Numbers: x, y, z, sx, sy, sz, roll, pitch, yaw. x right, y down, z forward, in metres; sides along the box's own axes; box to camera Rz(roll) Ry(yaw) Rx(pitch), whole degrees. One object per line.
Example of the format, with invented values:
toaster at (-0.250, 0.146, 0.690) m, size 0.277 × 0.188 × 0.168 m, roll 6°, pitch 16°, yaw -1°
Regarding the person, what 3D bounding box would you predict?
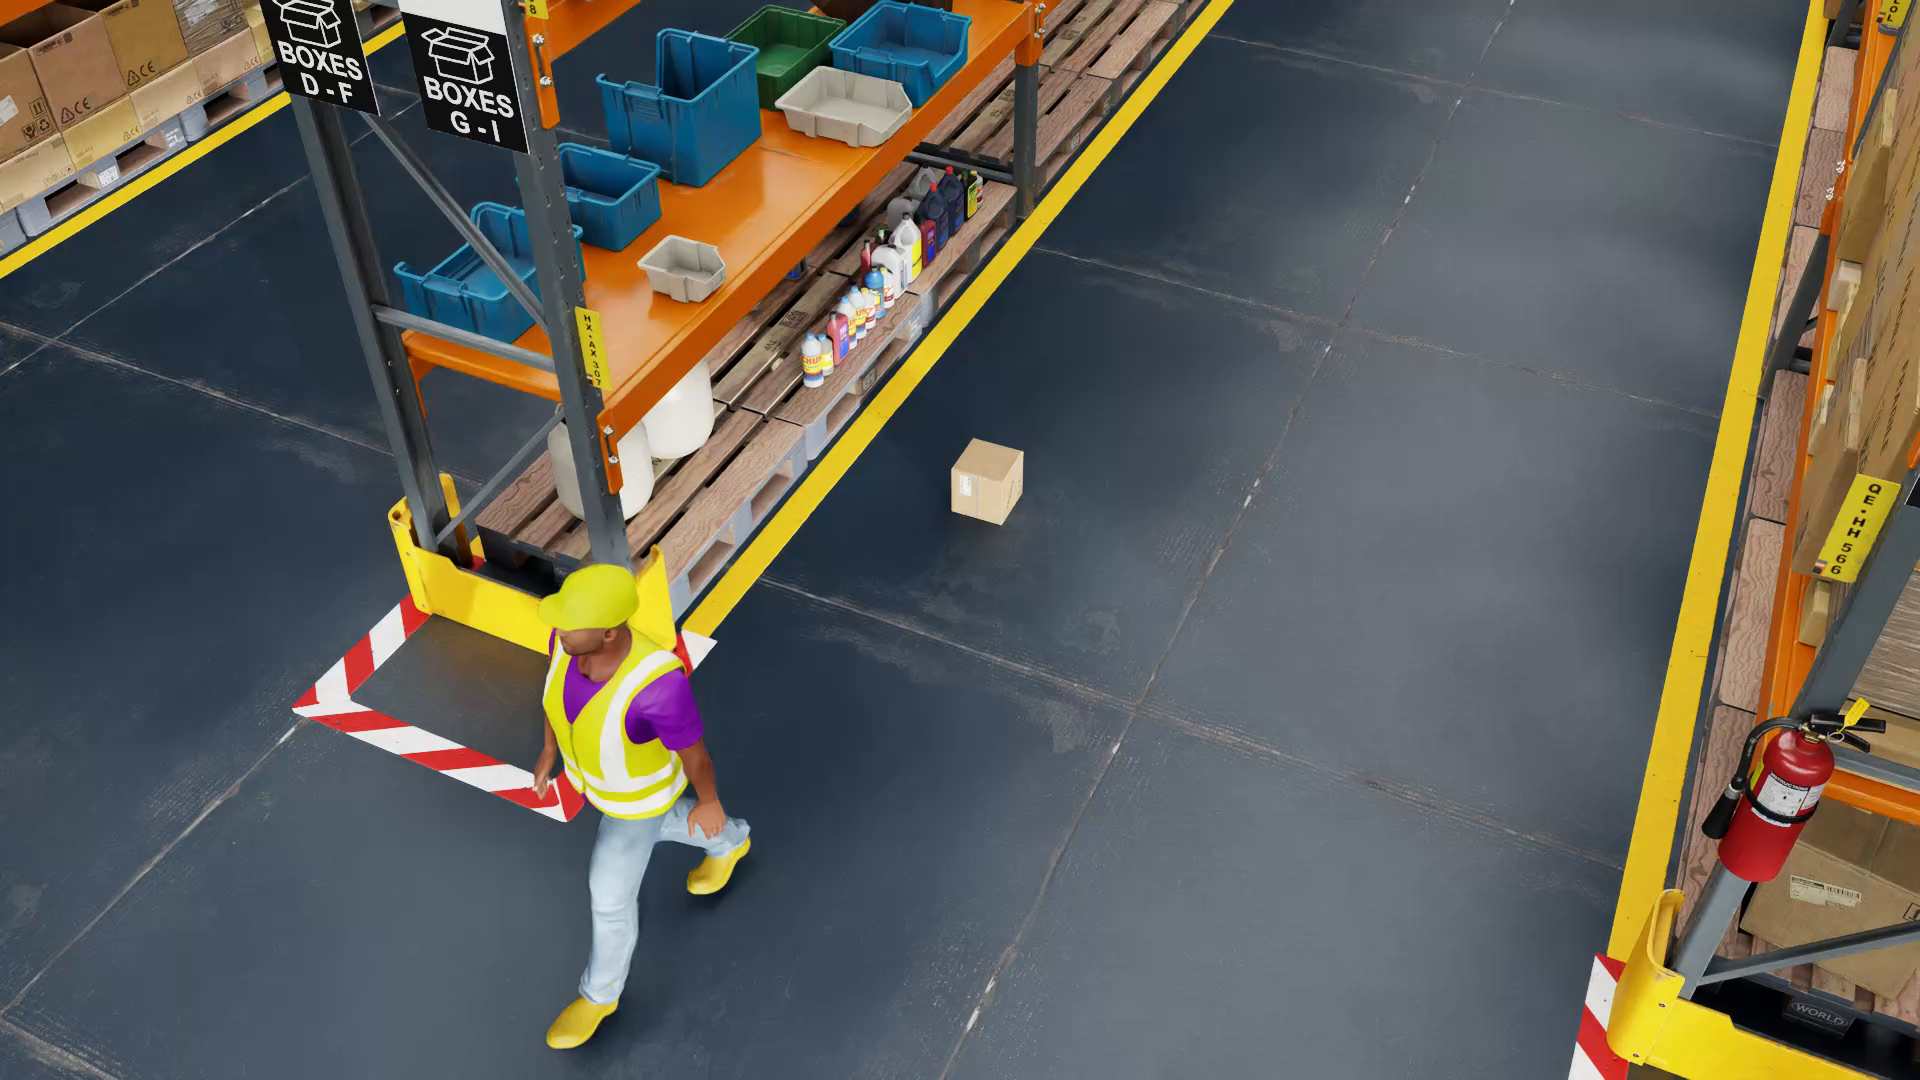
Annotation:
person at (-1.103, 0.767, 5.287) m, size 0.612 × 1.725 × 1.015 m, roll 32°, pitch 51°, yaw 31°
